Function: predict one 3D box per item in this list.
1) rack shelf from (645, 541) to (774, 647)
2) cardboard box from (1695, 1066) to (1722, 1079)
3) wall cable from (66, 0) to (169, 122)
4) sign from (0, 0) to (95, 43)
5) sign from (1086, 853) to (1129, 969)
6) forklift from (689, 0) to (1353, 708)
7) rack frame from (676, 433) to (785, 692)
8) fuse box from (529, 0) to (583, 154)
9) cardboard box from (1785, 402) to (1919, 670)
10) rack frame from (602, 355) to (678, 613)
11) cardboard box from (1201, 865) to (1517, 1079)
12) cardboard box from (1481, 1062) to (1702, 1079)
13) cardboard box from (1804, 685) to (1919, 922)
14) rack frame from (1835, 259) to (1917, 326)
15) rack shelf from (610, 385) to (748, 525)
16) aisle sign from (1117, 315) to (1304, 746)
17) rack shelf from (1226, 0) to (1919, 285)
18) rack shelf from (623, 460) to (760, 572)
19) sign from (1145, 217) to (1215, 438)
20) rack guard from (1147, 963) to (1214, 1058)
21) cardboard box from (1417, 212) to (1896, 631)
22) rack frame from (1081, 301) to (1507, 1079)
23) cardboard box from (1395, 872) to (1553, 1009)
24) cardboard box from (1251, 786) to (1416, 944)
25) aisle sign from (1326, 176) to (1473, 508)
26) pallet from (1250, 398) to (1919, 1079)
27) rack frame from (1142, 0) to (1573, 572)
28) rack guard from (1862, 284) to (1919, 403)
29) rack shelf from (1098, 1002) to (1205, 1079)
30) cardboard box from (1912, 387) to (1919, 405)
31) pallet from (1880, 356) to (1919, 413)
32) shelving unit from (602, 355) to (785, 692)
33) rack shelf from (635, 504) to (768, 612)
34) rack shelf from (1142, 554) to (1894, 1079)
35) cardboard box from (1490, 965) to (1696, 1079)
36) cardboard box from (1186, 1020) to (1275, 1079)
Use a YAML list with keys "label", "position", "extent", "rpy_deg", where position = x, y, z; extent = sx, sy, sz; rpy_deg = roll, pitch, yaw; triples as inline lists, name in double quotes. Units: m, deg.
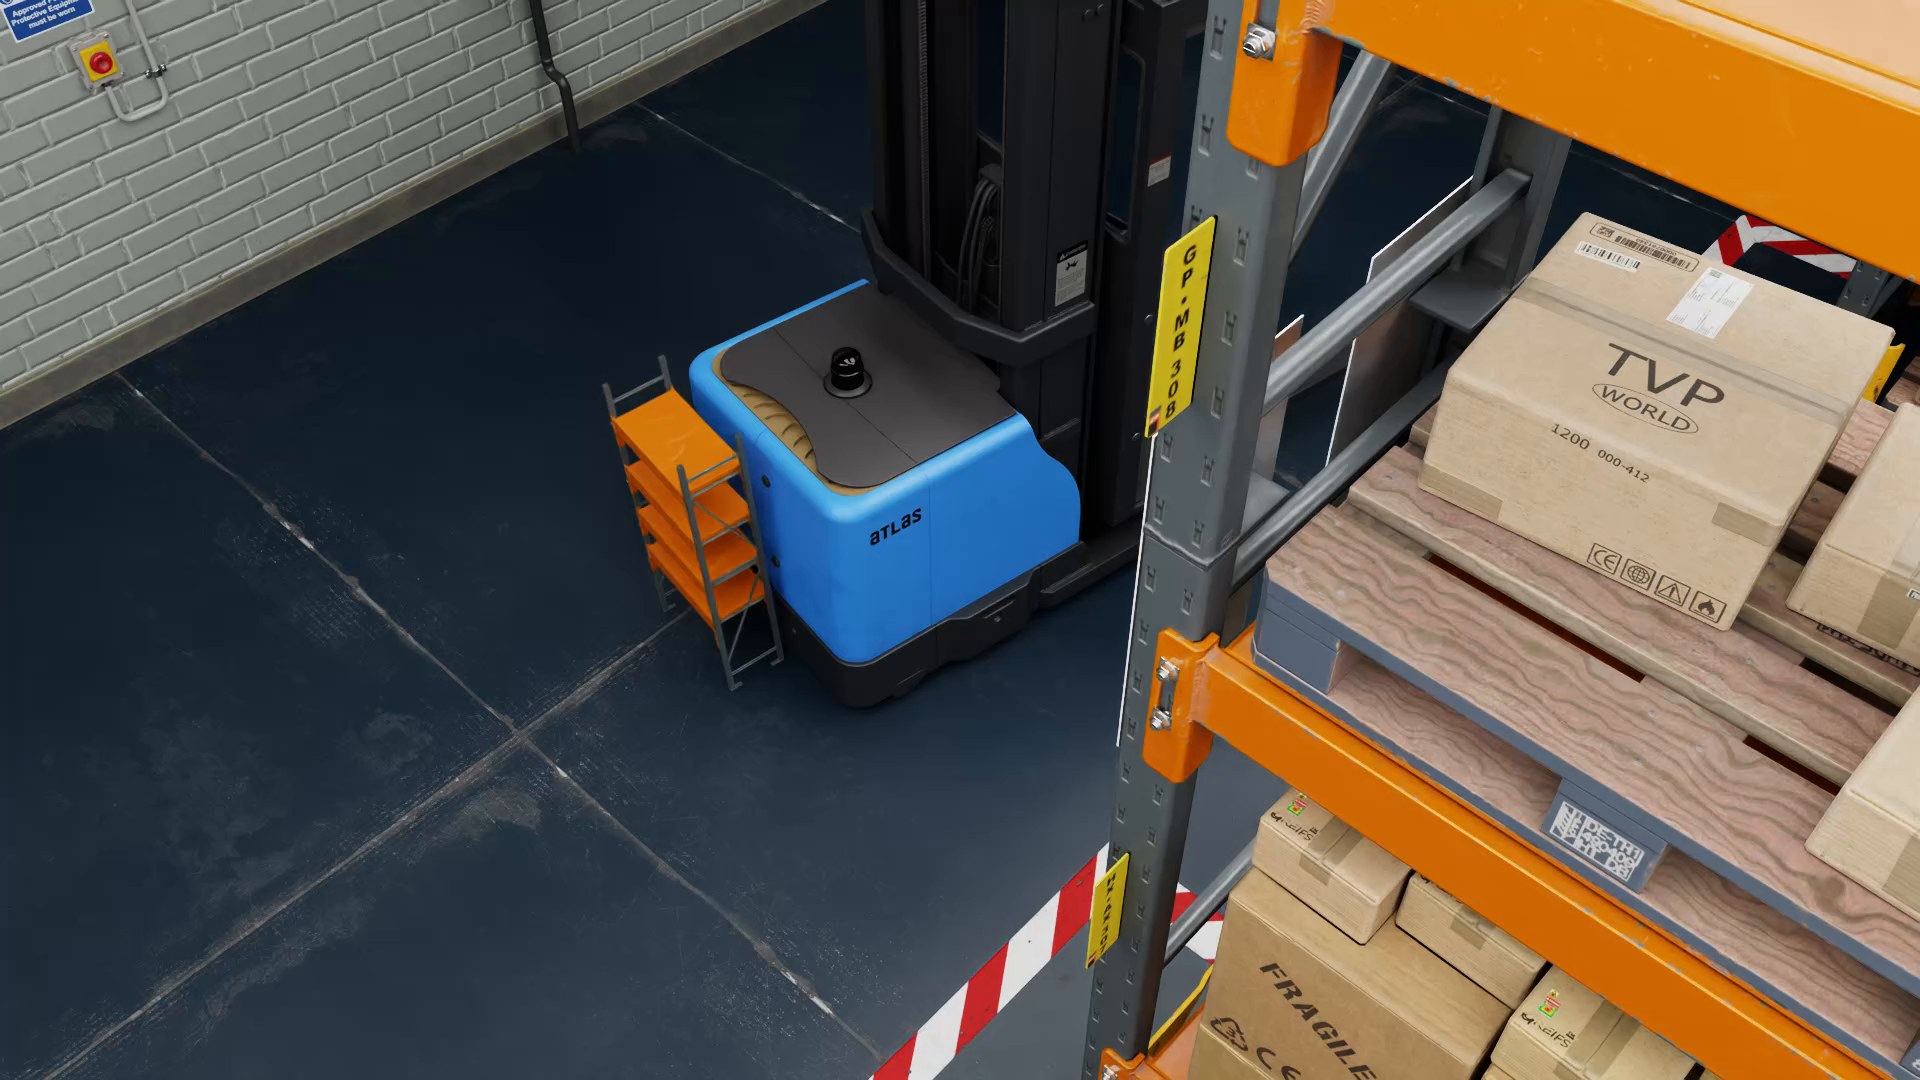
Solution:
- label: "rack shelf"
  position: [-0.925, 0.143, 6.149]
  extent: [0.258, 0.148, 0.480]
  rpy_deg: [-31, 54, -22]
- label: "cardboard box"
  position: [1.309, 0.905, 2.643]
  extent: [0.250, 0.149, 0.380]
  rpy_deg: [32, 55, 27]
- label: "wall cable"
  position: [-3.484, -2.356, 6.186]
  extent: [0.123, 1.953, 0.585]
  rpy_deg: [34, 55, 28]
- label: "sign"
  position: [-3.561, -2.094, 6.474]
  extent: [0.001, 0.218, 0.327]
  rpy_deg: [34, 55, 28]
- label: "sign"
  position: [0.295, 0.749, 3.341]
  extent: [0.005, 0.325, 0.100]
  rpy_deg: [34, 55, 28]
- label: "forklift"
  position: [0.503, -1.281, 5.942]
  extent: [3.031, 2.935, 1.130]
  rpy_deg: [-29, 53, -24]
- label: "rack frame"
  position: [-0.788, 0.108, 5.817]
  extent: [0.240, 1.200, 0.015]
  rpy_deg: [-31, 54, -22]
- label: "fuse box"
  position: [-1.952, -2.610, 8.027]
  extent: [0.414, 1.711, 0.539]
  rpy_deg: [34, 55, 28]
- label: "cardboard box"
  position: [1.430, -0.002, 2.452]
  extent: [0.250, 0.149, 0.380]
  rpy_deg: [30, 54, 25]
- label: "rack frame"
  position: [-1.083, -0.175, 6.083]
  extent: [0.240, 1.200, 0.015]
  rpy_deg: [-31, 54, -22]
- label: "cardboard box"
  position: [0.835, 0.791, 3.195]
  extent: [0.500, 0.500, 0.500]
  rpy_deg: [33, 55, 27]
- label: "cardboard box"
  position: [1.220, 1.043, 2.959]
  extent: [0.500, 0.500, 0.500]
  rpy_deg: [32, 55, 27]
- label: "cardboard box"
  position: [1.319, 0.320, 2.150]
  extent: [0.250, 0.149, 0.380]
  rpy_deg: [36, 56, 29]
- label: "rack frame"
  position: [4.040, -1.883, 6.460]
  extent: [0.127, 3.000, 1.000]
  rpy_deg: [34, 55, 28]
- label: "rack shelf"
  position: [-0.950, -0.294, 5.656]
  extent: [0.258, 0.148, 0.480]
  rpy_deg: [-31, 54, -22]
- label: "aisle sign"
  position: [0.426, 0.008, 2.902]
  extent: [0.004, 0.787, 0.394]
  rpy_deg: [34, 55, 28]
- label: "rack shelf"
  position: [2.146, 0.097, 1.255]
  extent: [4.000, 0.370, 1.077]
  rpy_deg: [34, 55, 28]
- label: "rack shelf"
  position: [-0.941, -0.137, 5.833]
  extent: [0.258, 0.148, 0.480]
  rpy_deg: [-31, 54, -22]
- label: "sign"
  position: [0.295, -0.281, 2.245]
  extent: [0.005, 0.325, 0.100]
  rpy_deg: [34, 55, 28]
- label: "rack guard"
  position: [0.658, 1.622, 4.884]
  extent: [0.348, 0.500, 1.175]
  rpy_deg: [34, 55, 28]
- label: "cardboard box"
  position: [1.068, -0.201, 2.570]
  extent: [0.500, 0.250, 0.500]
  rpy_deg: [29, 53, 25]
- label: "rack frame"
  position: [0.676, 0.778, 3.962]
  extent: [0.127, 3.000, 1.000]
  rpy_deg: [34, 55, 28]
- label: "cardboard box"
  position: [0.990, 0.595, 2.935]
  extent: [0.250, 0.149, 0.380]
  rpy_deg: [35, 56, 28]
- label: "cardboard box"
  position: [0.749, 0.503, 3.020]
  extent: [0.250, 0.149, 0.380]
  rpy_deg: [35, 56, 28]
- label: "aisle sign"
  position: [0.833, -0.314, 3.204]
  extent: [0.004, 0.787, 0.394]
  rpy_deg: [34, 55, 28]
- label: "pallet"
  position: [1.228, 0.143, 2.562]
  extent: [1.213, 0.211, 1.003]
  rpy_deg: [34, 55, 28]
- label: "rack frame"
  position: [0.676, -1.276, 1.775]
  extent: [0.127, 3.000, 1.000]
  rpy_deg: [34, 55, 28]
- label: "rack guard"
  position: [4.095, -0.990, 7.336]
  extent: [0.348, 0.500, 1.175]
  rpy_deg: [34, 55, 28]
- label: "rack shelf"
  position: [2.146, 2.013, 3.296]
  extent: [4.000, 0.370, 1.077]
  rpy_deg: [34, 55, 28]
- label: "cardboard box"
  position: [4.425, -0.819, 6.886]
  extent: [0.637, 0.503, 0.797]
  rpy_deg: [32, 54, 26]
- label: "pallet"
  position: [4.682, -0.497, 7.072]
  extent: [1.213, 0.211, 1.003]
  rpy_deg: [34, 55, 28]
- label: "shelving unit"
  position: [-0.935, -0.033, 5.950]
  extent: [0.258, 1.200, 0.503]
  rpy_deg: [-31, 54, -22]
- label: "rack shelf"
  position: [-0.933, 0.011, 6.000]
  extent: [0.258, 0.148, 0.480]
  rpy_deg: [-31, 54, -22]
- label: "rack shelf"
  position: [2.146, 0.986, 2.202]
  extent: [4.000, 0.370, 1.077]
  rpy_deg: [34, 55, 28]
- label: "cardboard box"
  position: [1.103, 0.785, 2.756]
  extent: [0.250, 0.149, 0.380]
  rpy_deg: [36, 56, 29]
- label: "cardboard box"
  position: [0.834, 1.135, 3.558]
  extent: [0.500, 0.500, 0.500]
  rpy_deg: [34, 55, 27]
